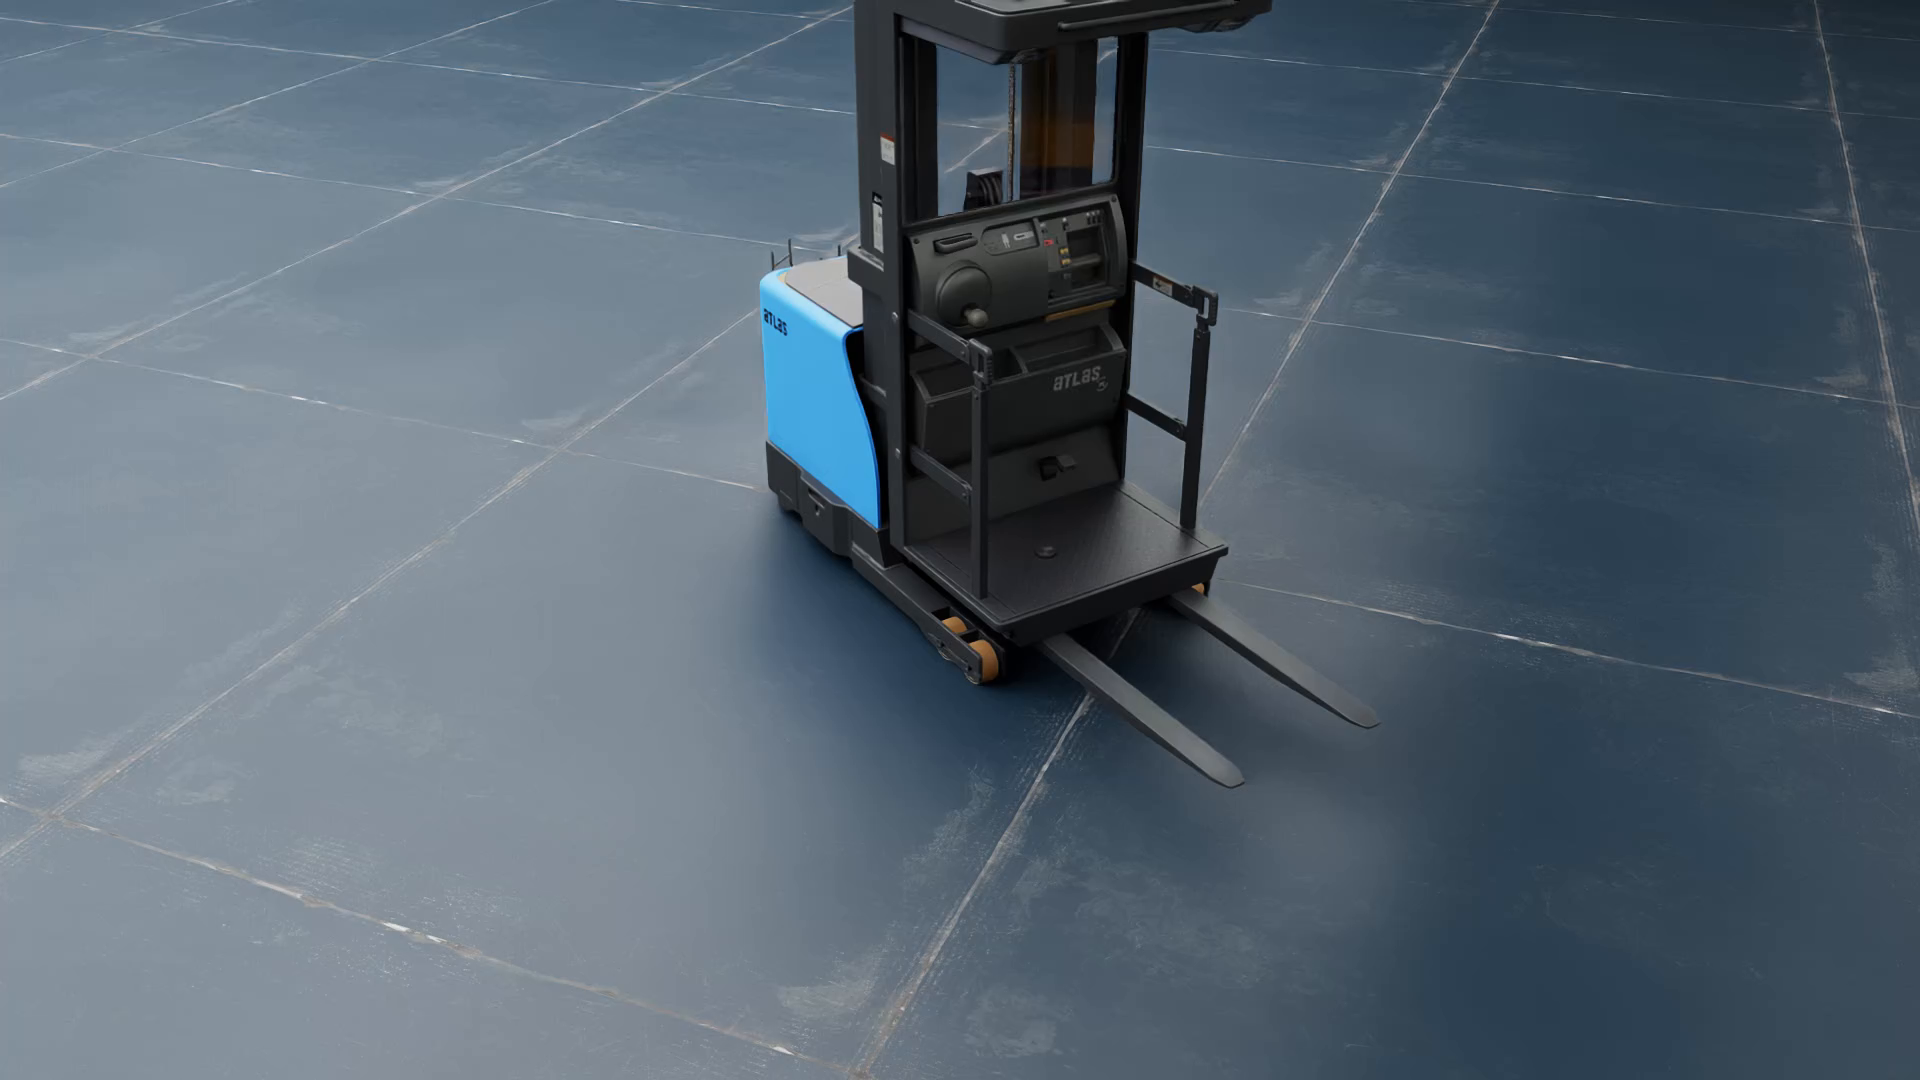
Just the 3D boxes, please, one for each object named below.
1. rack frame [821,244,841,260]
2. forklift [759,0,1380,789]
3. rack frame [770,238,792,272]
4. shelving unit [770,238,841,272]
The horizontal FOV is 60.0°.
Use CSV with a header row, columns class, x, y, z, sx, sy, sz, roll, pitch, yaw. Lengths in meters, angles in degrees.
class,x,y,z,sx,sy,sz,roll,pitch,yaw
rack frame,-0.571,-0.823,7.637,0.008,1.050,0.200,10,31,17
forklift,0.345,-0.996,6.033,1.130,2.935,3.031,-17,34,-28
rack frame,-0.801,-0.863,7.710,0.008,1.050,0.200,10,31,17
shelving unit,-0.686,-0.843,7.673,0.252,1.050,0.215,10,31,17
